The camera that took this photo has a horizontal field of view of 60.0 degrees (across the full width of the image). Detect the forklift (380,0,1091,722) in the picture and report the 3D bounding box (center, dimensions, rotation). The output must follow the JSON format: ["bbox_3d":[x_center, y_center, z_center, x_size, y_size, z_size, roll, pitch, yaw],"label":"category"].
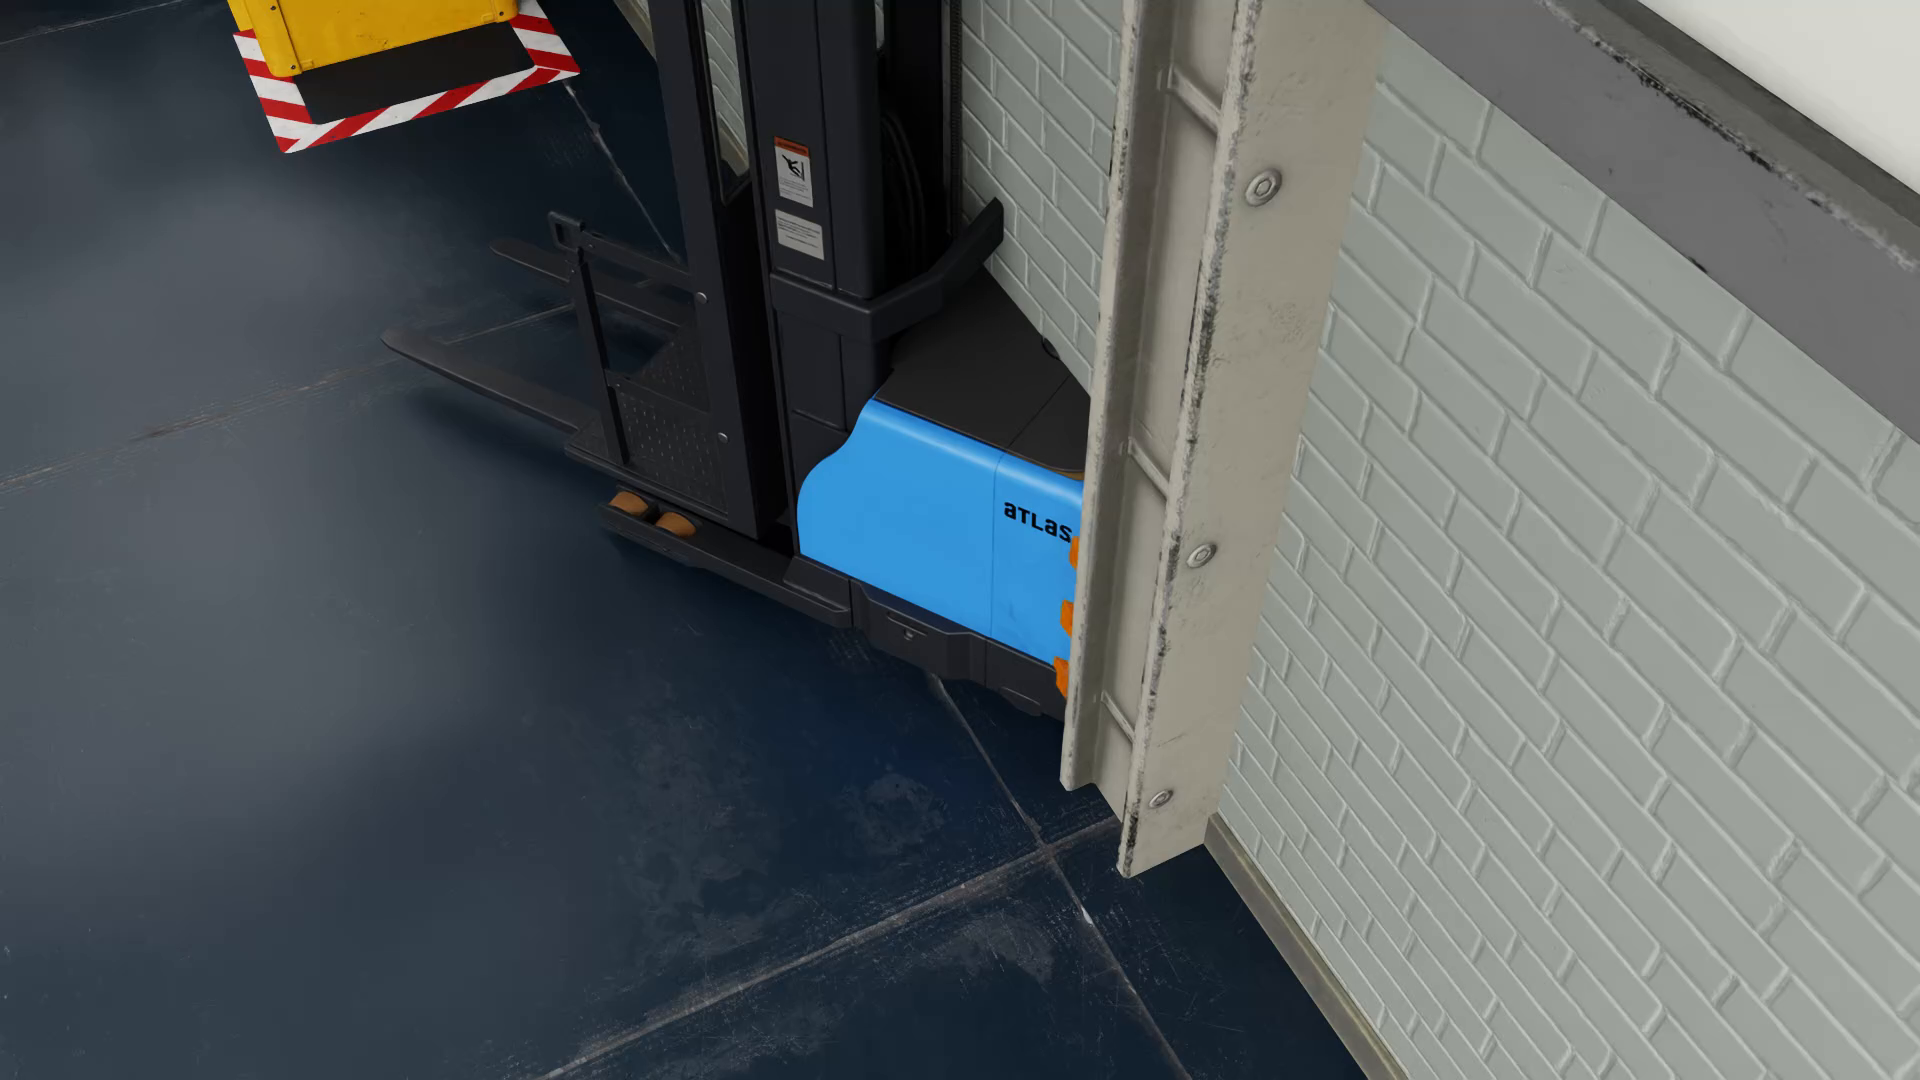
[{"bbox_3d":[-0.651,-1.220,4.869,3.031,2.935,1.130,23,53,19],"label":"forklift"}]

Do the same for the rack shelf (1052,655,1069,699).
[{"bbox_3d":[0.393,0.425,5.047,0.215,0.259,0.240,-20,54,-19],"label":"rack shelf"}]

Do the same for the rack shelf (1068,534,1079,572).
[{"bbox_3d":[0.416,0.065,4.617,0.215,0.259,0.240,-20,54,-19],"label":"rack shelf"}]

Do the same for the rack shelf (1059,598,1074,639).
[{"bbox_3d":[0.404,0.247,4.834,0.215,0.259,0.240,-20,54,-19],"label":"rack shelf"}]

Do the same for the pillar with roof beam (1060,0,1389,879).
[{"bbox_3d":[-3.297,-0.669,0.357,9.100,9.000,0.400,-21,52,-18],"label":"pillar with roof beam"}]

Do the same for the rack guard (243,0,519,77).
[{"bbox_3d":[-2.687,-2.577,7.672,1.175,0.500,0.348,-21,52,-18],"label":"rack guard"}]

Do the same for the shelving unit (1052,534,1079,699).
[{"bbox_3d":[0.405,0.240,4.826,0.215,1.050,0.252,-20,54,-19],"label":"shelving unit"}]
